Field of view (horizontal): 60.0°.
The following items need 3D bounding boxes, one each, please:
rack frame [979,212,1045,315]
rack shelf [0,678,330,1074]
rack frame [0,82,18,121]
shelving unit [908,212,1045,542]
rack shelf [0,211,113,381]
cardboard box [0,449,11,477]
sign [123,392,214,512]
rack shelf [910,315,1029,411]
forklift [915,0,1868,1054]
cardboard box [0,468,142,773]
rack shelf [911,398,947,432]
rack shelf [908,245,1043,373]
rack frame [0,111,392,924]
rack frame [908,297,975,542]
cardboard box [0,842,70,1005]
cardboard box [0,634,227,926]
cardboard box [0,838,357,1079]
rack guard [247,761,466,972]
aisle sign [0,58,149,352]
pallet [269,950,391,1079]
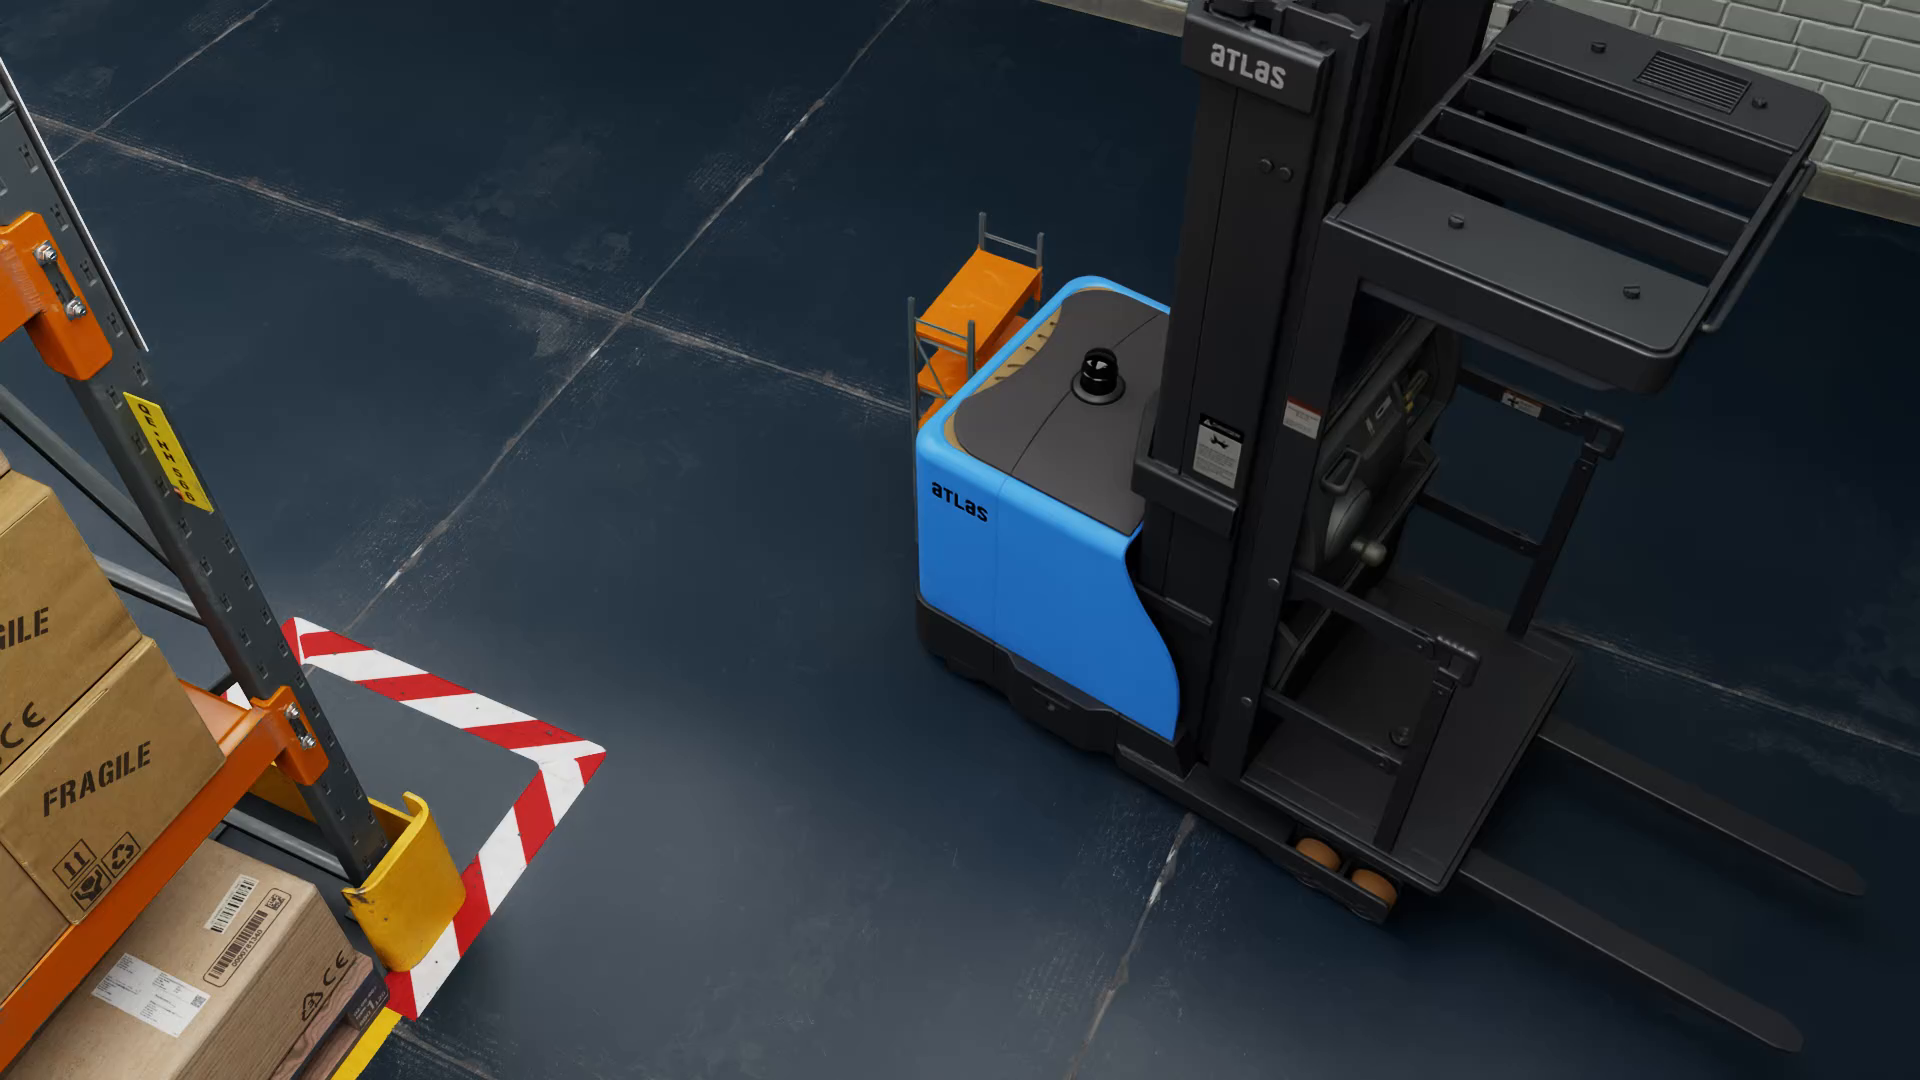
[{"bbox_3d":[0.174,-0.671,6.033,0.240,1.200,0.015,23,53,18],"label":"rack frame"},{"bbox_3d":[-3.014,1.694,3.312,1.077,0.370,4.000,20,52,16],"label":"rack shelf"},{"bbox_3d":[-2.160,-1.861,1.925,1.000,3.000,0.127,20,52,16],"label":"rack frame"},{"bbox_3d":[0.057,-0.508,5.894,0.258,1.200,0.503,23,53,18],"label":"shelving unit"},{"bbox_3d":[-3.014,0.722,2.169,1.077,0.370,4.000,20,52,16],"label":"rack shelf"},{"bbox_3d":[-2.132,-0.171,3.278,0.380,0.149,0.250,20,53,17],"label":"cardboard box"},{"bbox_3d":[-1.675,-0.183,3.520,0.100,0.325,0.005,20,52,16],"label":"sign"},{"bbox_3d":[0.057,-0.609,5.775,0.258,0.148,0.480,23,53,18],"label":"rack shelf"},{"bbox_3d":[1.342,-0.222,4.515,3.031,2.935,1.130,28,55,22],"label":"forklift"},{"bbox_3d":[-2.150,0.136,3.442,0.500,0.500,0.500,21,53,17],"label":"cardboard box"},{"bbox_3d":[0.057,-0.464,5.946,0.258,0.148,0.480,23,53,18],"label":"rack shelf"},{"bbox_3d":[0.057,-0.763,5.595,0.258,0.148,0.480,23,53,18],"label":"rack shelf"},{"bbox_3d":[-2.160,0.083,4.210,1.000,3.000,0.127,20,52,16],"label":"rack frame"},{"bbox_3d":[-0.060,-0.345,5.755,0.240,1.200,0.015,23,53,18],"label":"rack frame"},{"bbox_3d":[-2.355,0.810,3.526,0.500,0.500,0.500,19,52,15],"label":"cardboard box"},{"bbox_3d":[-2.127,0.469,3.816,0.500,0.500,0.500,20,53,16],"label":"cardboard box"},{"bbox_3d":[-2.351,1.265,4.611,0.875,0.438,0.875,18,52,15],"label":"cardboard box"},{"bbox_3d":[-2.150,0.877,5.176,1.175,0.500,0.348,20,52,16],"label":"rack guard"},{"bbox_3d":[-1.849,-0.708,3.176,0.394,0.787,0.004,20,52,16],"label":"aisle sign"},{"bbox_3d":[-2.431,1.563,4.781,1.003,0.211,1.213,20,52,16],"label":"pallet"}]
